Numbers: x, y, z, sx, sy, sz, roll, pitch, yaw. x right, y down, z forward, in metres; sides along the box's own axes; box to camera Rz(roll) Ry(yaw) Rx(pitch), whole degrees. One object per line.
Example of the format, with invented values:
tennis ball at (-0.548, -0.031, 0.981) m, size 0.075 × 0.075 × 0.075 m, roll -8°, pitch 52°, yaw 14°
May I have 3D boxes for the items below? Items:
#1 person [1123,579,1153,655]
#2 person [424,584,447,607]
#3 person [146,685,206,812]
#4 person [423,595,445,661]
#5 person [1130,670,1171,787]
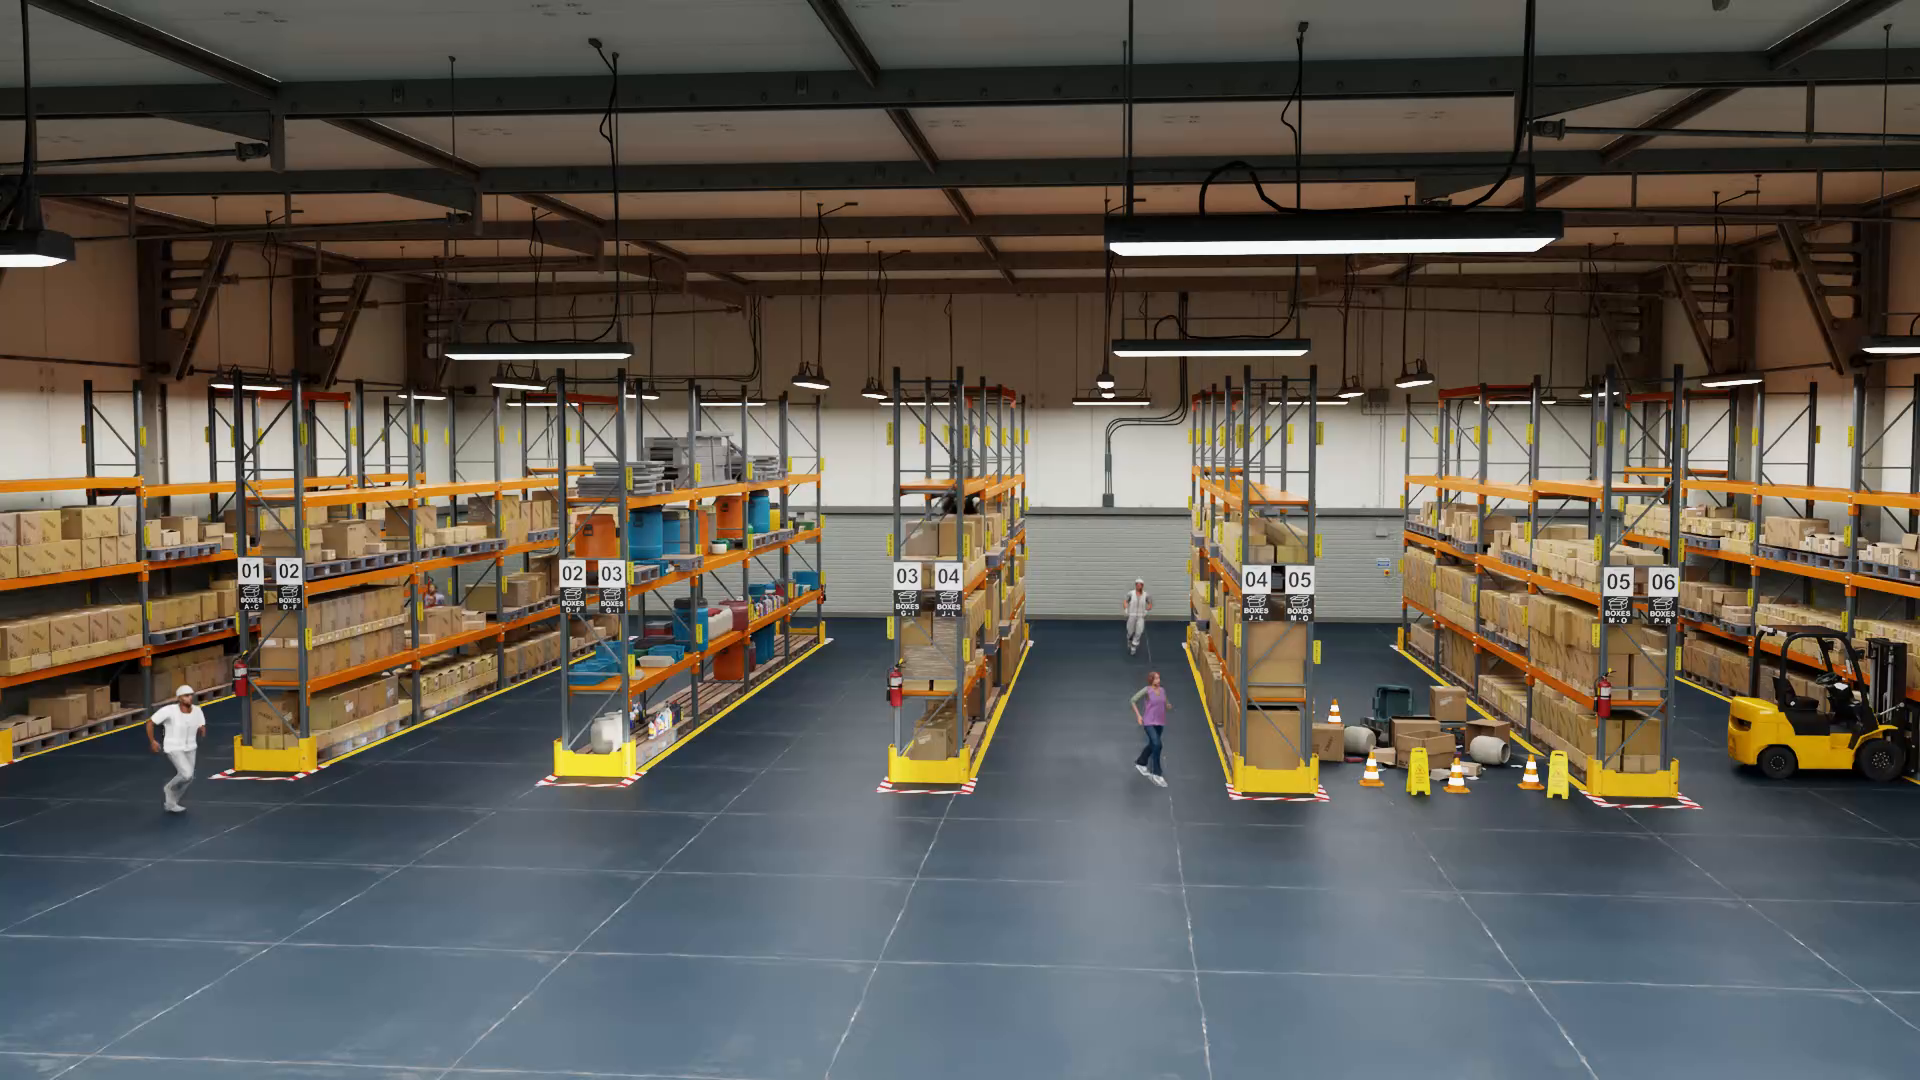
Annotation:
person at (4.089, 1.765, 38.244) m, size 0.670 × 1.740 × 0.584 m, roll 0°, pitch 4°, yaw 6°
person at (-12.124, 1.813, 38.308) m, size 0.587 × 1.613 × 0.576 m, roll 0°, pitch 4°, yaw 1°
person at (-10.286, 2.768, 21.999) m, size 0.664 × 1.693 × 0.693 m, roll 2°, pitch 4°, yaw 29°
person at (-11.089, 2.003, 34.938) m, size 0.665 × 1.688 × 0.578 m, roll 1°, pitch 4°, yaw 11°
person at (2.779, 2.696, 24.046) m, size 0.516 × 1.635 × 0.750 m, roll -3°, pitch 4°, yaw -37°
